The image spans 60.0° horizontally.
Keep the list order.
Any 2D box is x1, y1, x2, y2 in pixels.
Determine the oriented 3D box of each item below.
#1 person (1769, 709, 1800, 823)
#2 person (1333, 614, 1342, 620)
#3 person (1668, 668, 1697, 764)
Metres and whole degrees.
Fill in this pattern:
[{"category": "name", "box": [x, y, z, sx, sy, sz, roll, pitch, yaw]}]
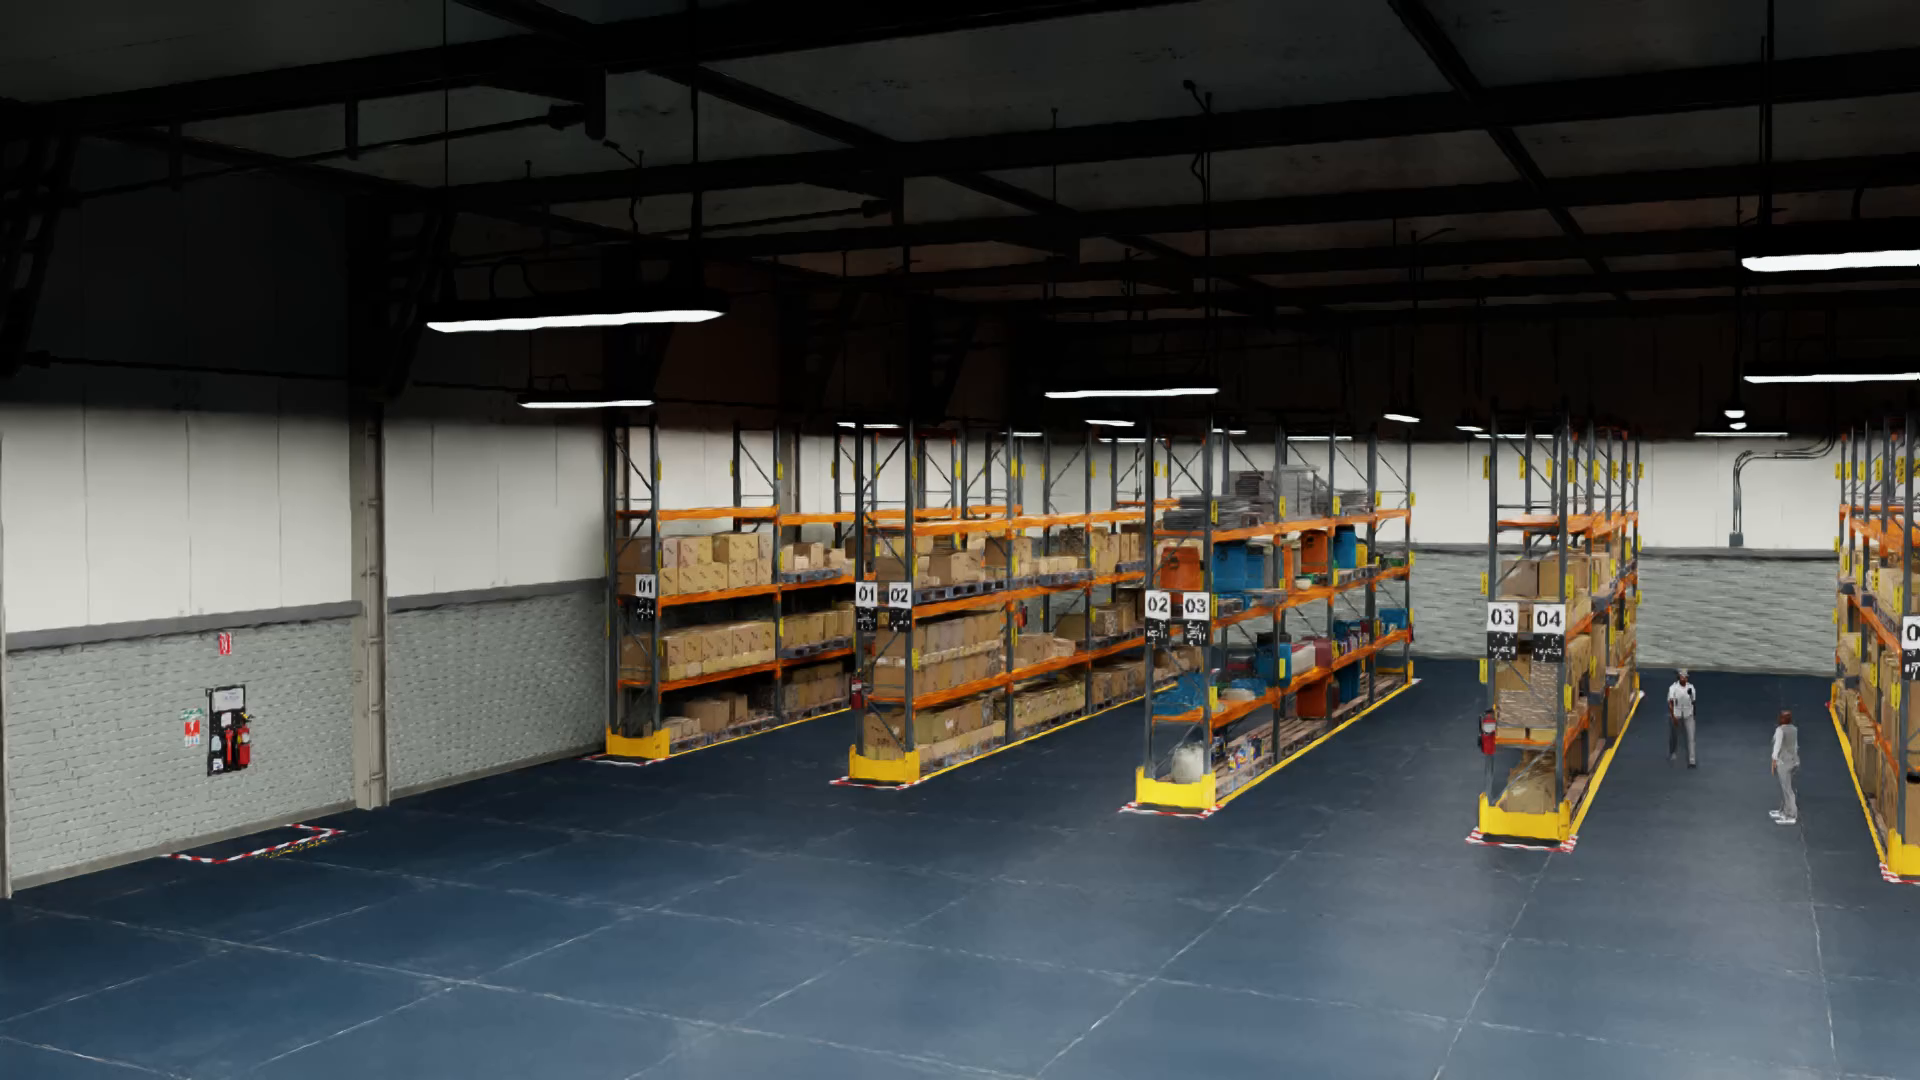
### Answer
[{"category": "person", "box": [11.726, 3.195, 23.658, 0.523, 1.592, 0.527, -1, 3, -32]}, {"category": "person", "box": [8.427, 2.538, 37.426, 0.562, 1.751, 0.608, 2, 3, 42]}, {"category": "person", "box": [12.318, 2.980, 28.383, 0.448, 1.622, 0.996, 1, 3, 17]}]
